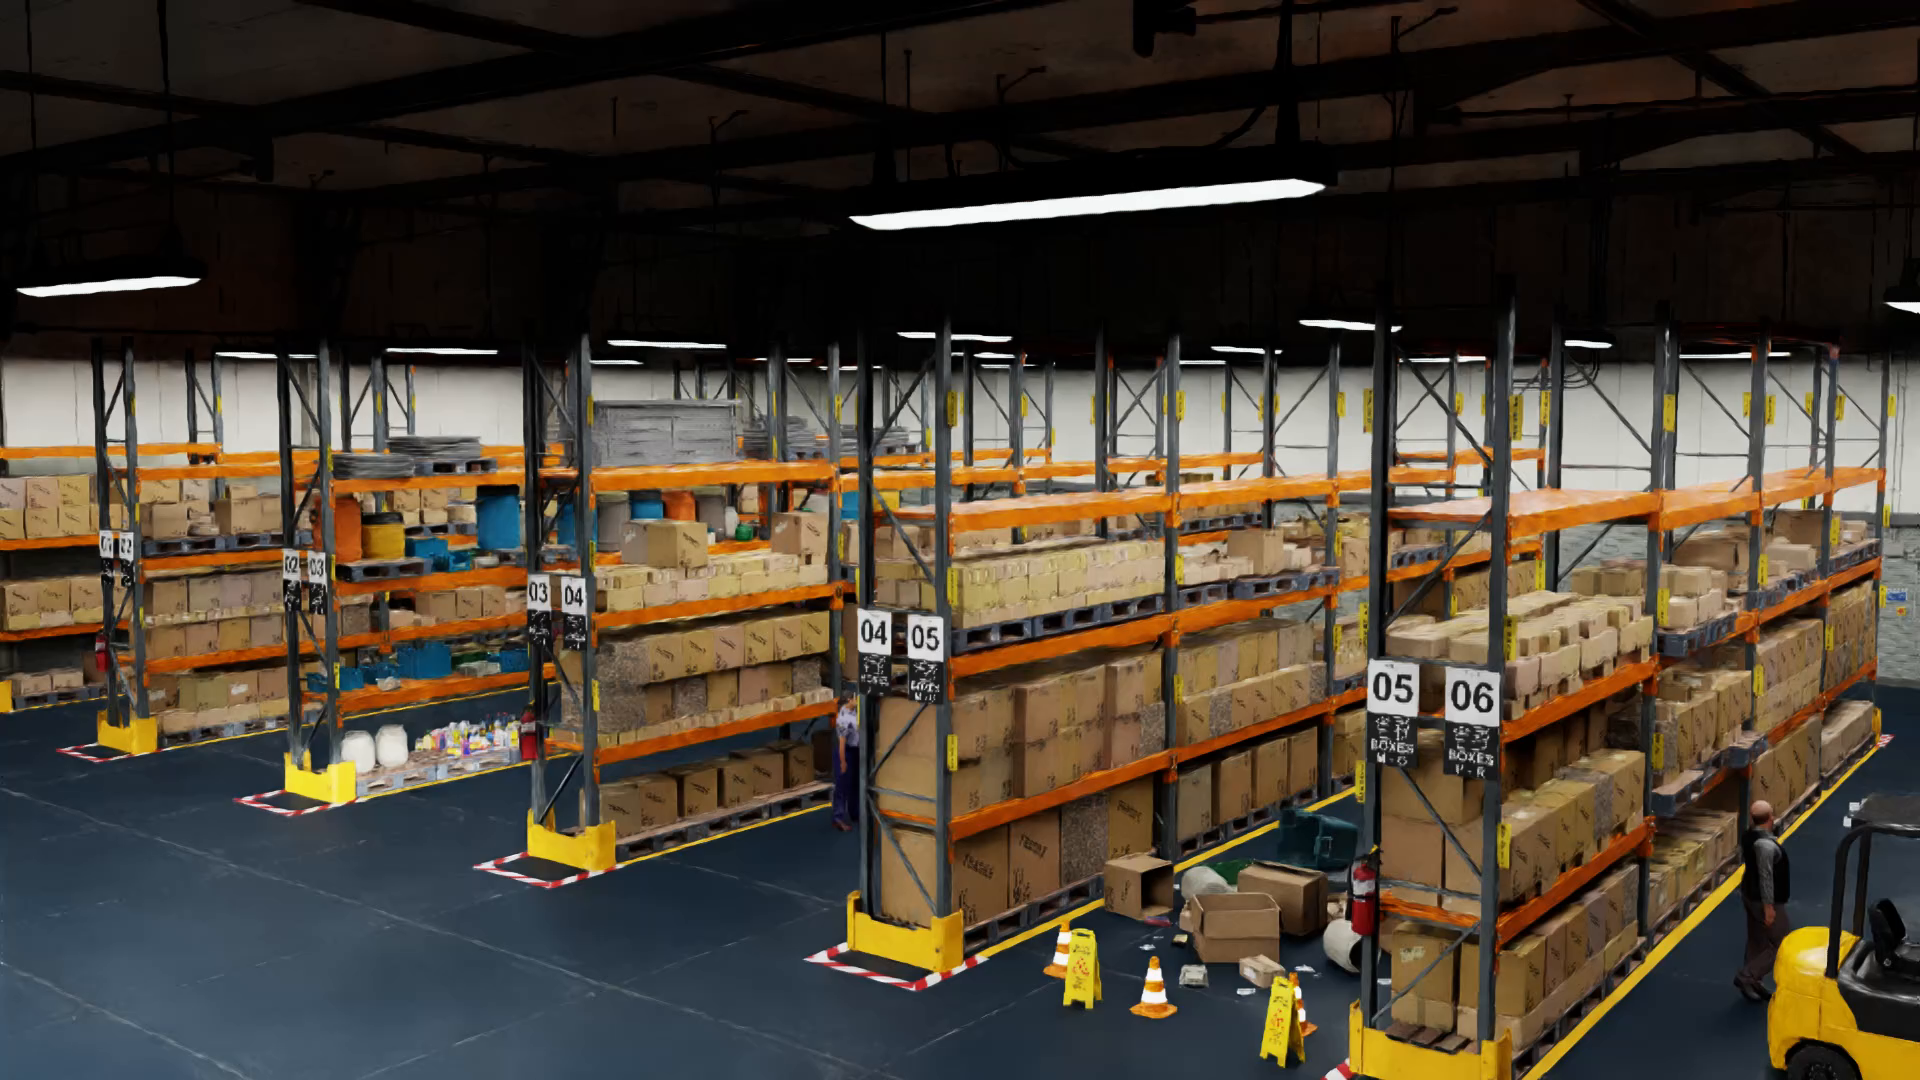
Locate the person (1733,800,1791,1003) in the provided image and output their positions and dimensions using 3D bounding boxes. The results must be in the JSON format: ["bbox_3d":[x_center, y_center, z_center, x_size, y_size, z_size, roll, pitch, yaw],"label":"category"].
[{"bbox_3d":[6.833,3.076,14.147,0.419,1.719,0.569,1,5,11],"label":"person"}]

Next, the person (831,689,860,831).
[{"bbox_3d":[-1.313,2.604,19.905,0.415,1.659,0.542,1,5,11],"label":"person"}]
